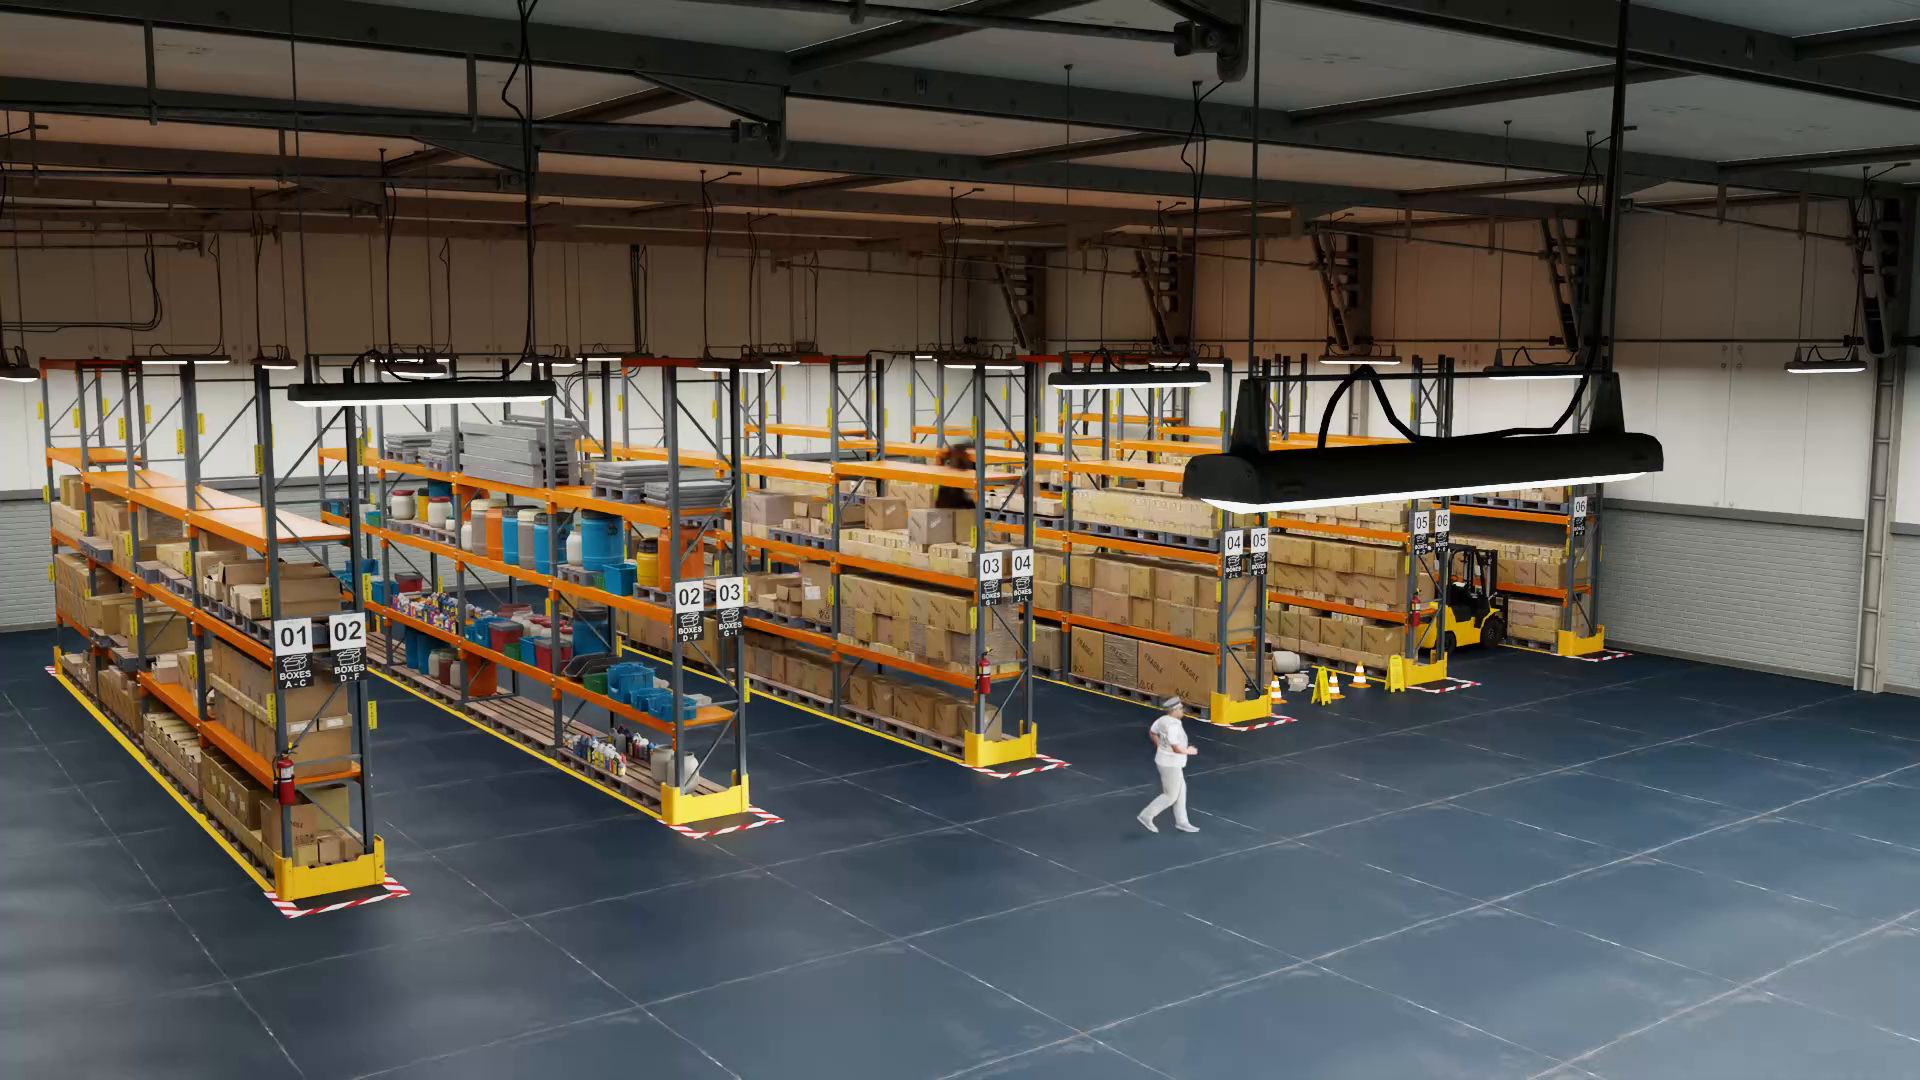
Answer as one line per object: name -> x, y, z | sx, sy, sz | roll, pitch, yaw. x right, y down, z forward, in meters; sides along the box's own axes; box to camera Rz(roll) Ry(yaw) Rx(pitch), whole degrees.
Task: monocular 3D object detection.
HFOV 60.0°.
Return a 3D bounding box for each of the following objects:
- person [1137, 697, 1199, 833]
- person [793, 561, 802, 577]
person -> 2.678, 2.898, 21.338 | 0.867, 1.806, 0.686 | -1, 7, -7
person -> -3.477, 1.238, 36.149 | 0.542, 1.560, 0.587 | -5, 9, -38
